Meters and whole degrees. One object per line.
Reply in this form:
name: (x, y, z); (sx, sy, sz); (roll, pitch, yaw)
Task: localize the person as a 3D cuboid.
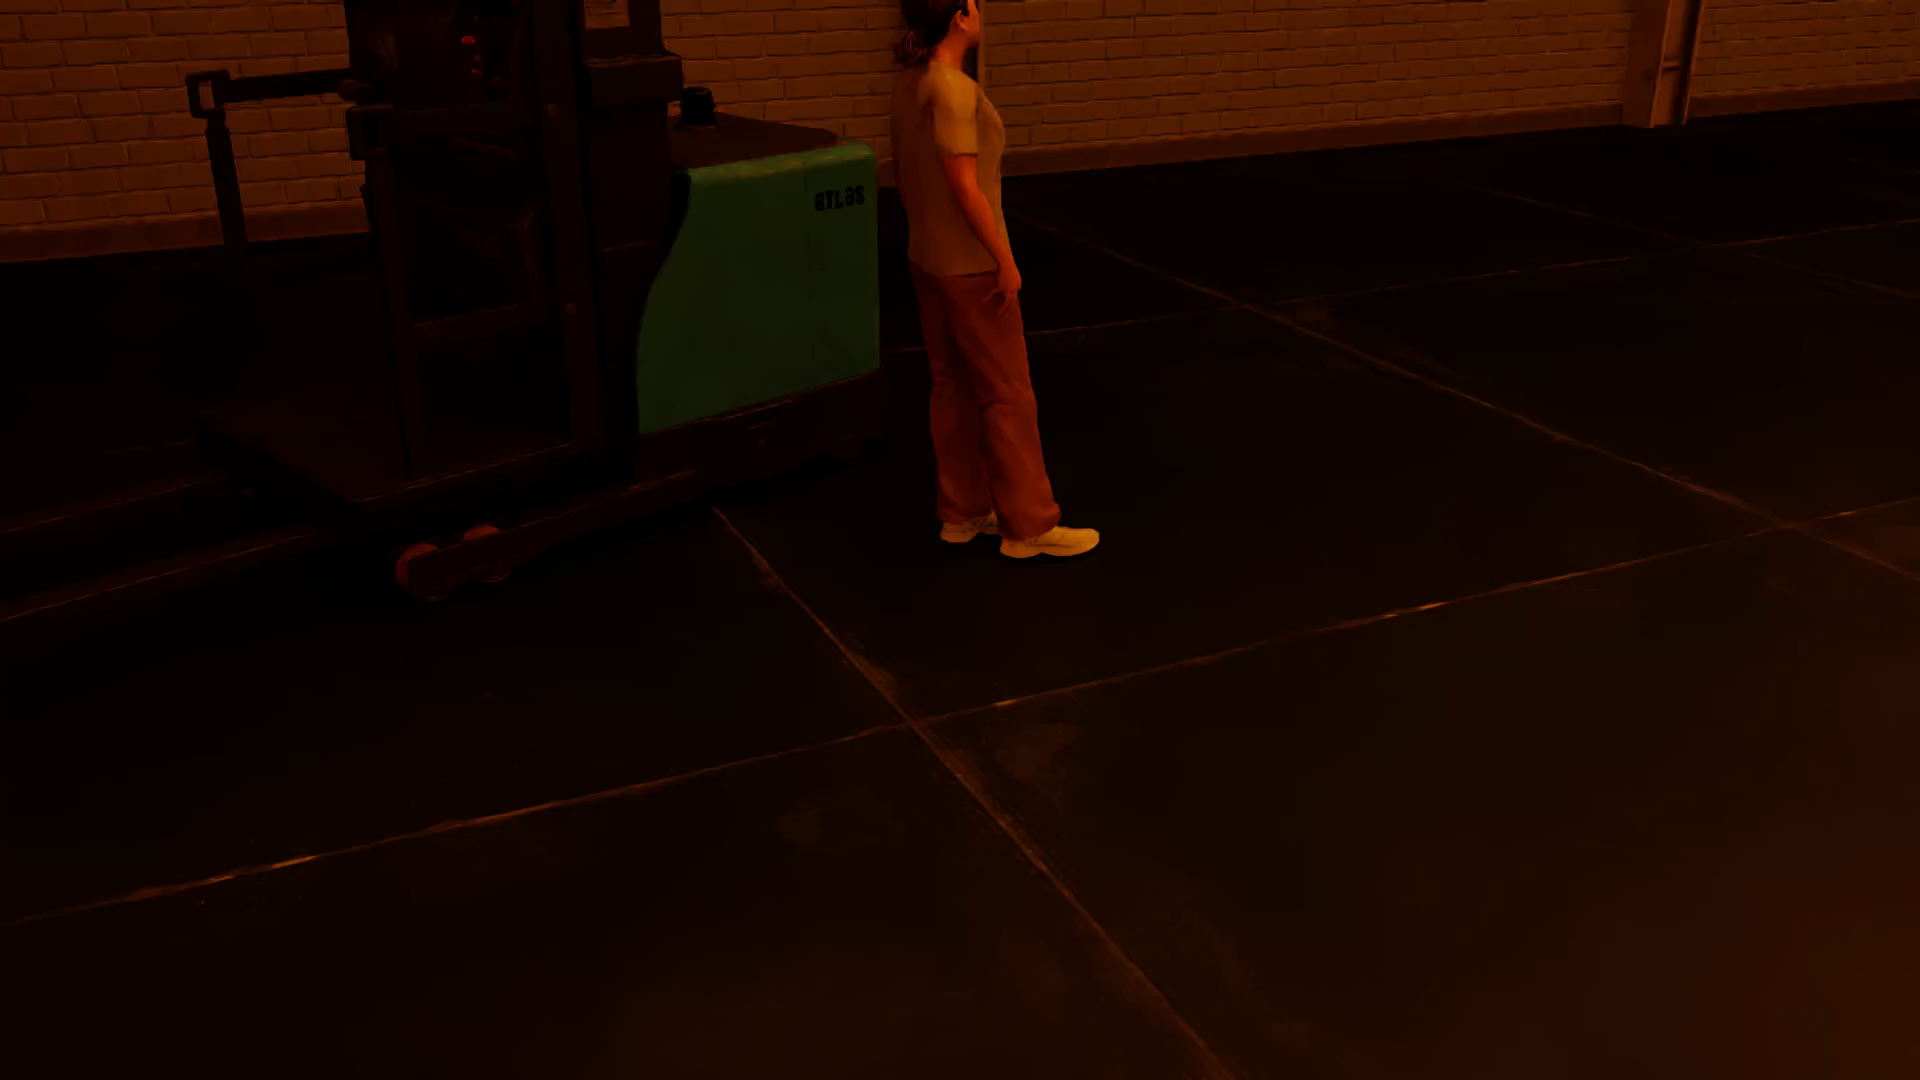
person: (0.072, -0.788, 4.802); (0.548, 1.674, 0.554); (-10, 25, -23)

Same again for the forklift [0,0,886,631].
forklift: (-1.655, -1.399, 4.653); (1.130, 2.935, 3.031); (21, 30, 41)
